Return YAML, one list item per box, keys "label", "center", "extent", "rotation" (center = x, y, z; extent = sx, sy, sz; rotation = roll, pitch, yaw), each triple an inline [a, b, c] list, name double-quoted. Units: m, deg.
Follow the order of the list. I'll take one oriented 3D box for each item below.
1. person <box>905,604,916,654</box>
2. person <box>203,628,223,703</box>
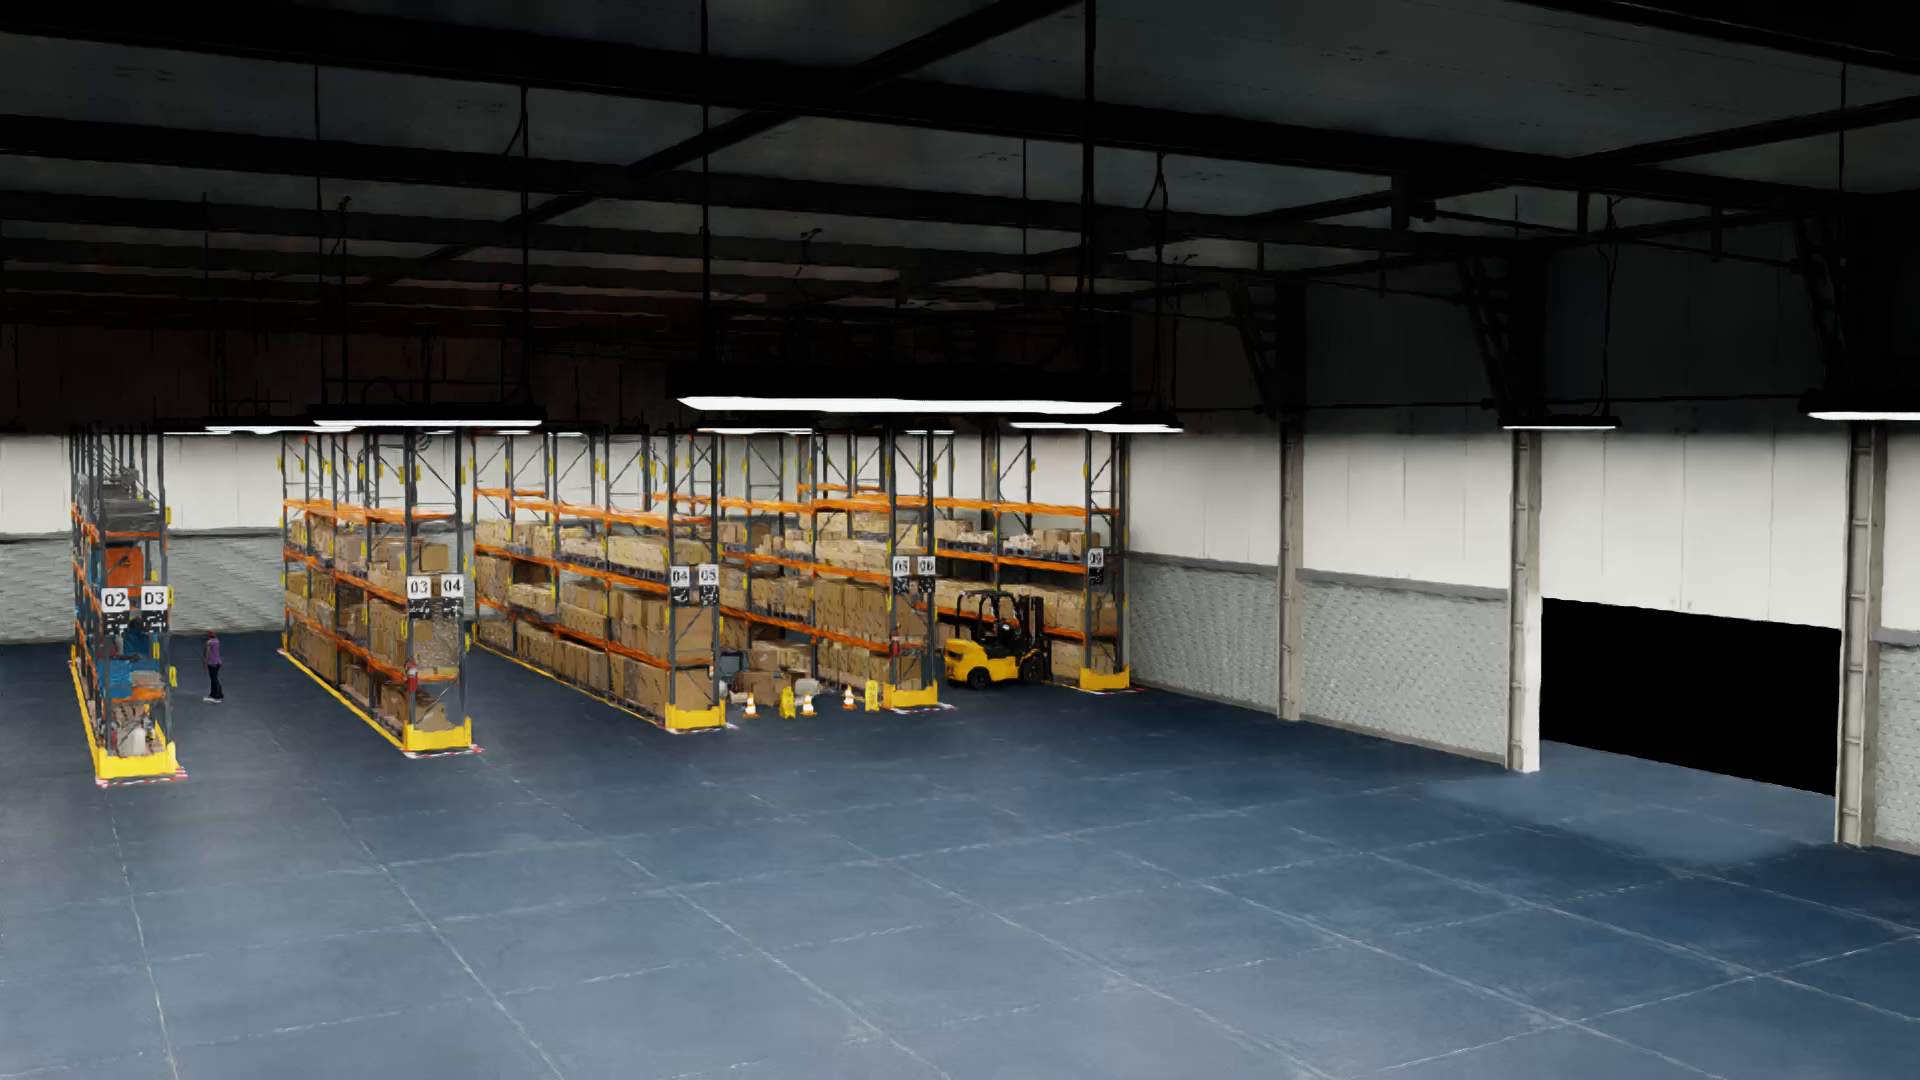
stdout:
- label: "person"
  center: [-1.224, 2.390, 39.248]
  extent: [0.493, 1.785, 0.614]
  rotation: [0, 4, 1]
- label: "person"
  center: [-16.149, 2.695, 35.891]
  extent: [0.527, 1.592, 0.522]
  rotation: [0, 4, 2]
